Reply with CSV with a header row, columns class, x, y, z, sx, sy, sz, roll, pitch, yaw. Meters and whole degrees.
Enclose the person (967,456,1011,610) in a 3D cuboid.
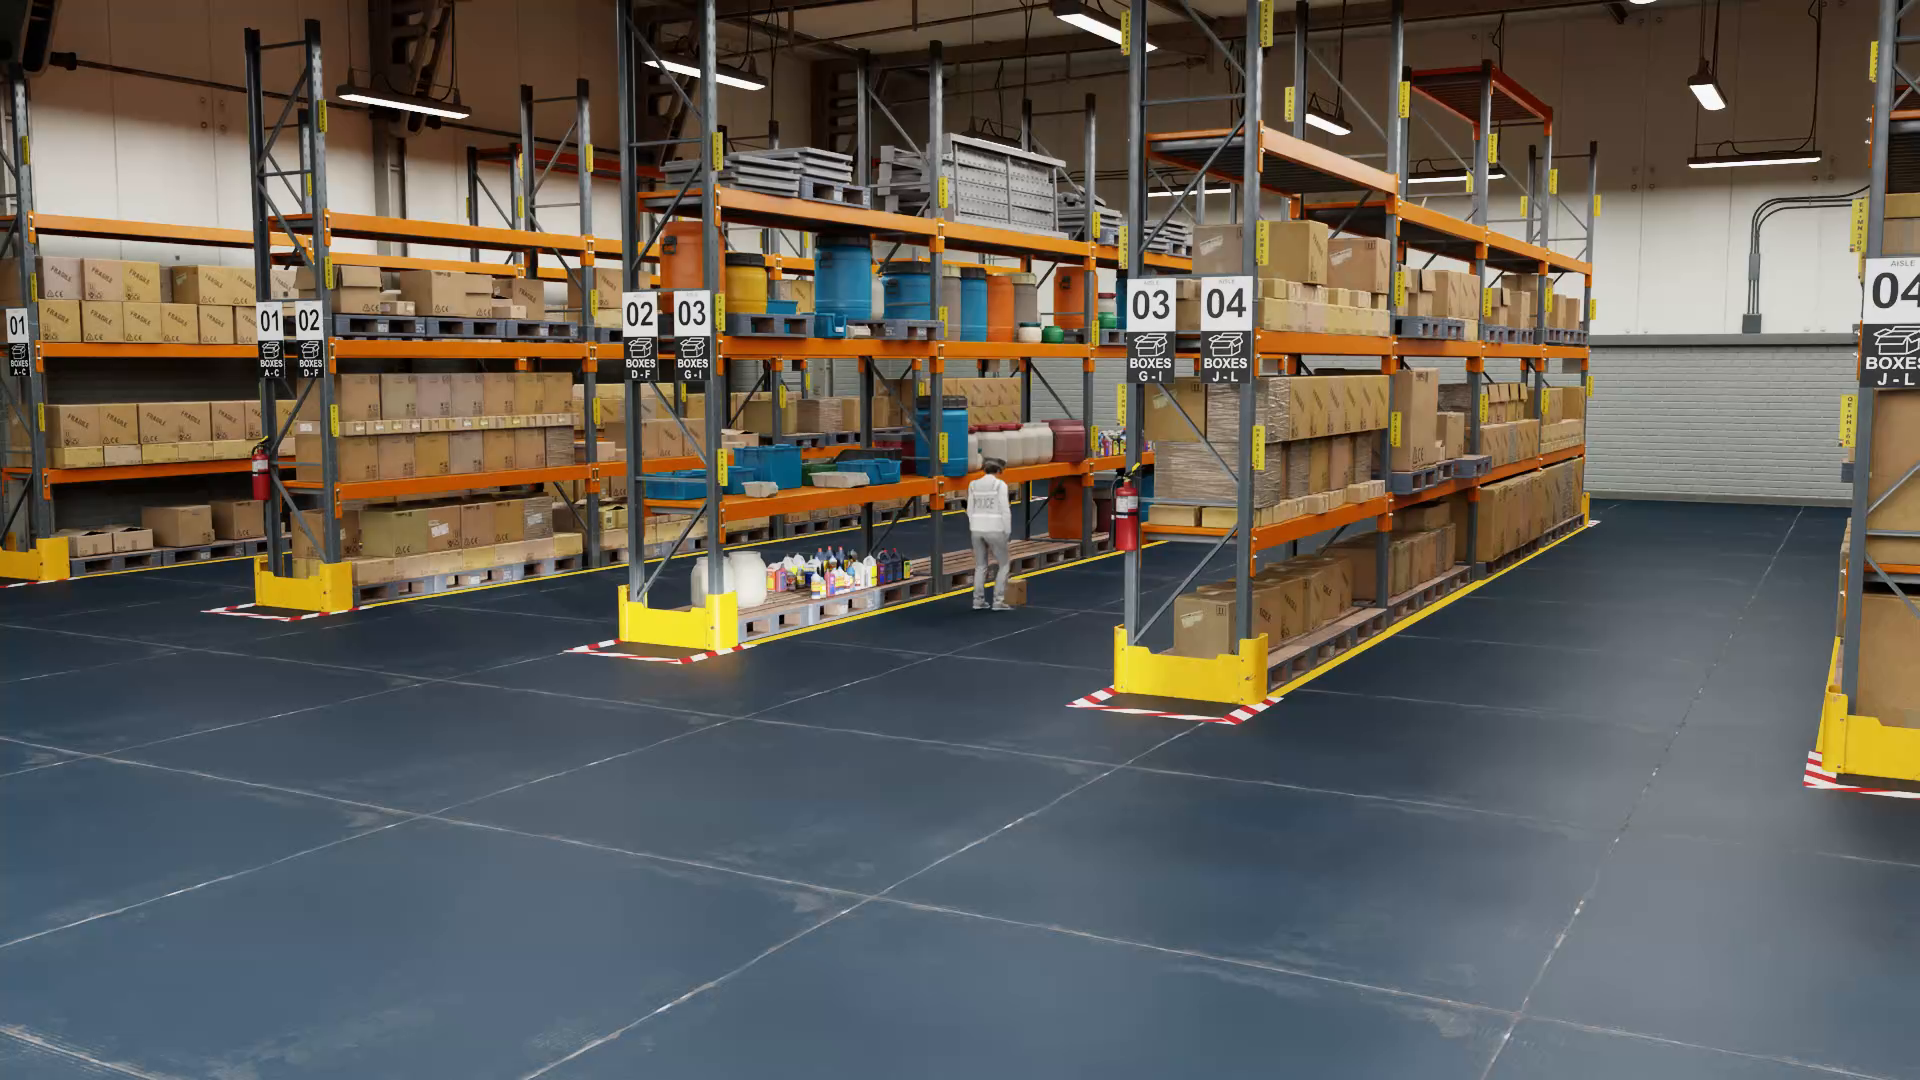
class,x,y,z,sx,sy,sz,roll,pitch,yaw
person,0.304,-0.067,17.345,0.508,1.604,0.485,4,7,30
